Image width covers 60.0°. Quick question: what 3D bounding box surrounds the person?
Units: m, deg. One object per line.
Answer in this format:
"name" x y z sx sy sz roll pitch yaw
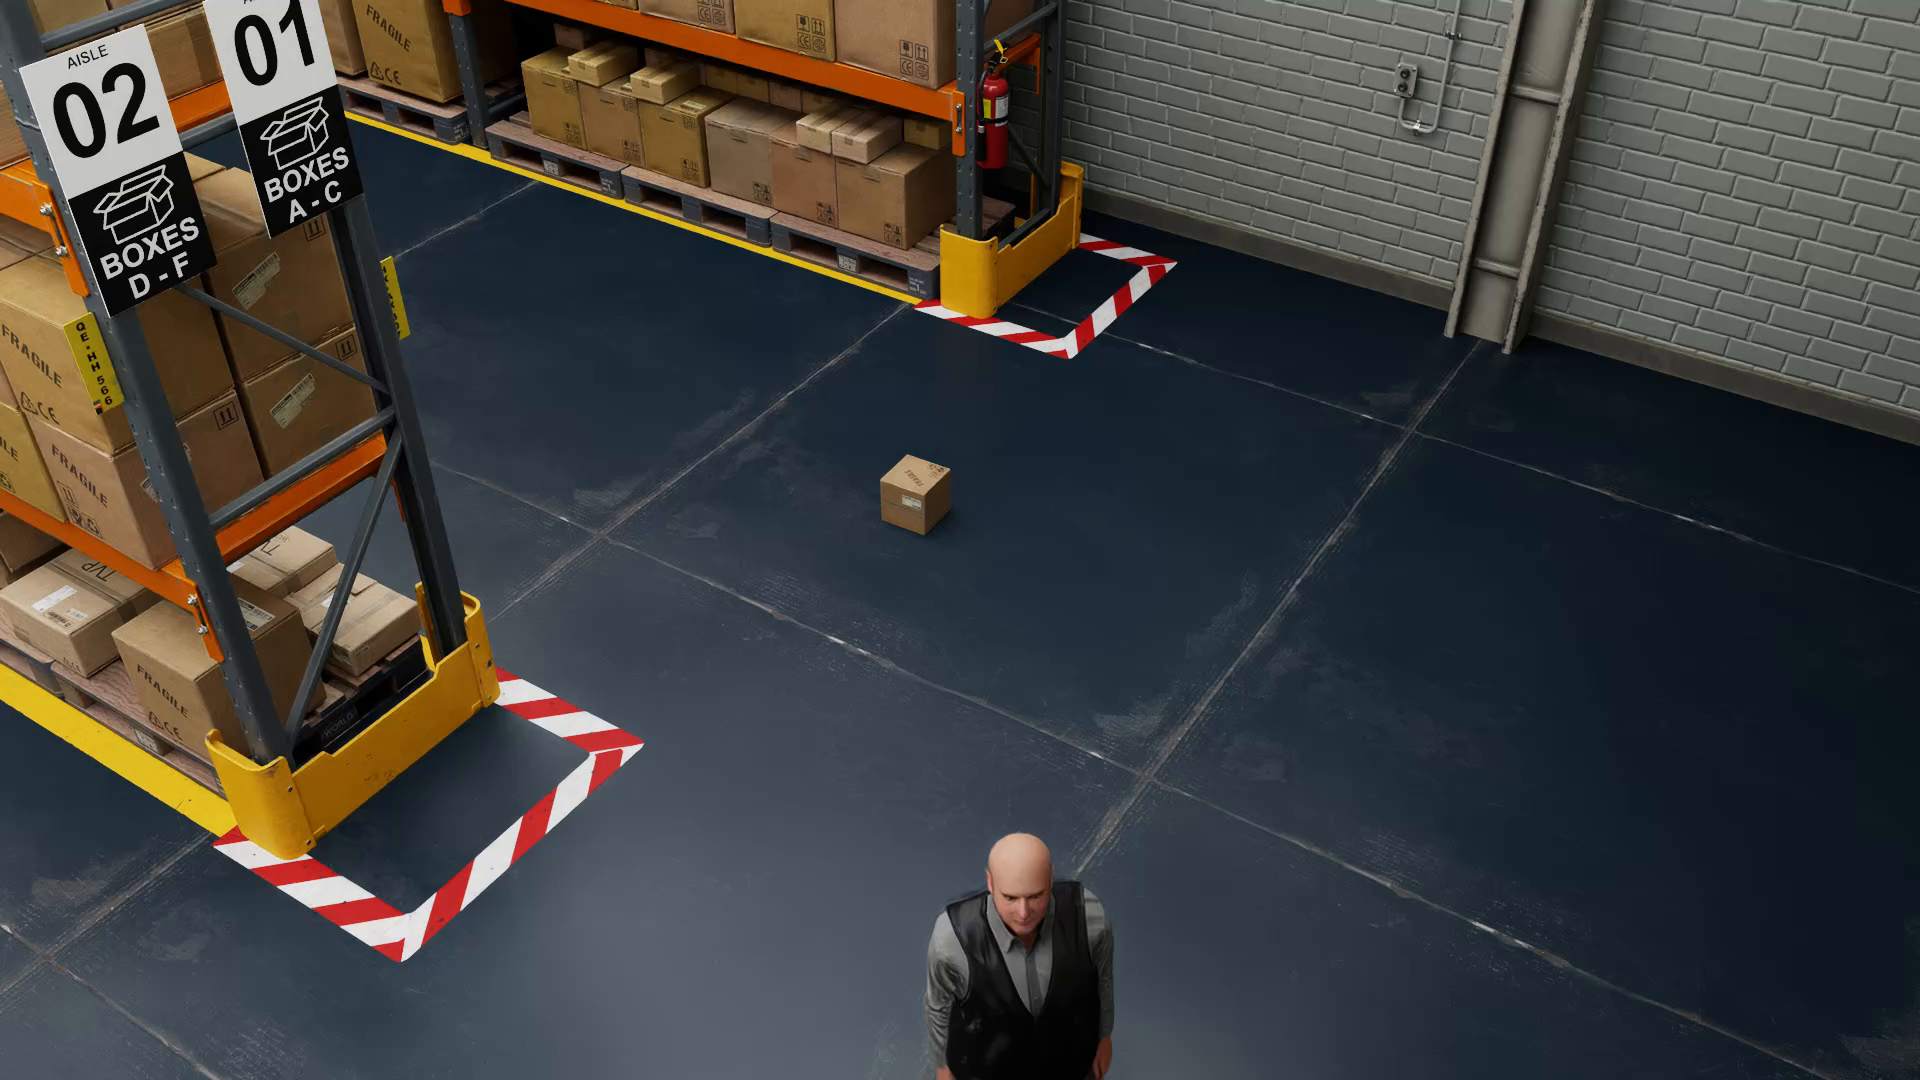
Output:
"person" 0.172 1.468 4.789 0.547 1.711 0.539 -7 39 -9
